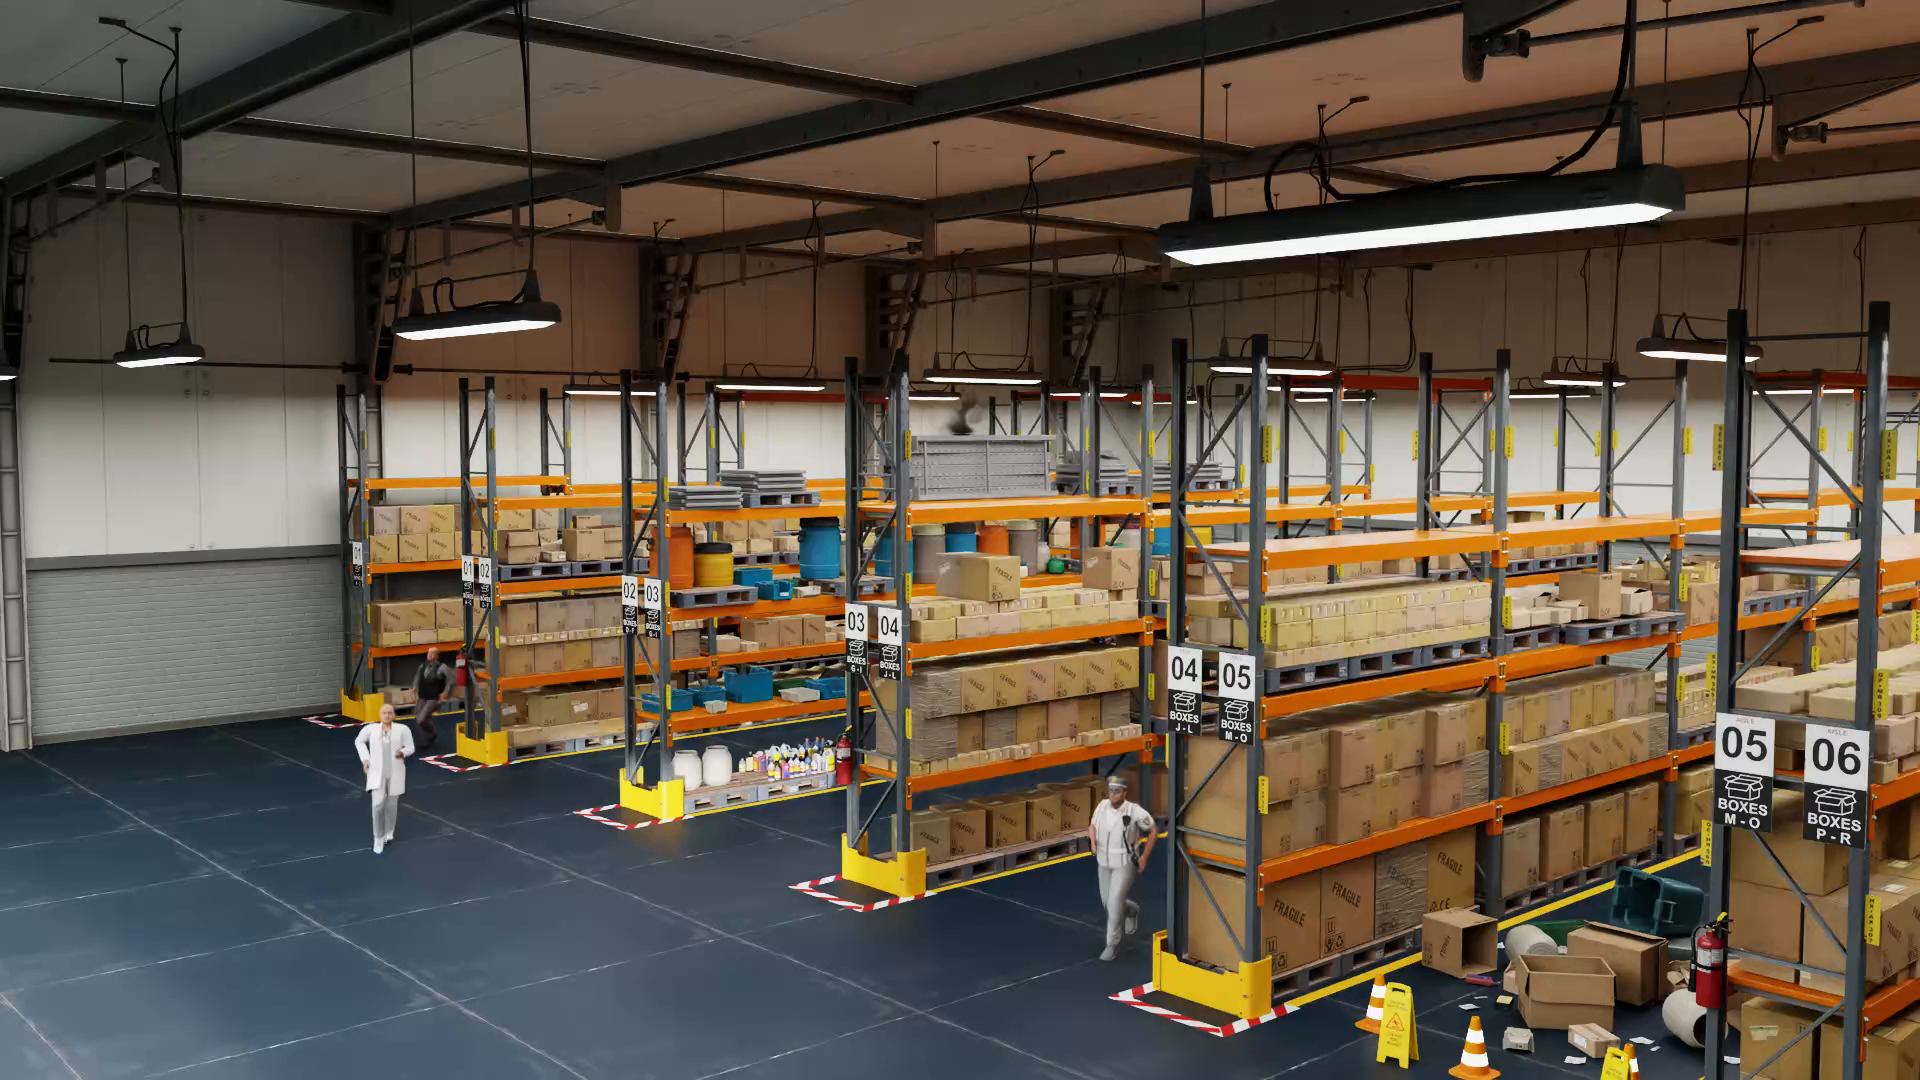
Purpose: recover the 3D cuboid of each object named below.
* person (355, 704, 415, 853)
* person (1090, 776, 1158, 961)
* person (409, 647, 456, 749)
[{"bbox_3d":[-7.096,2.939,20.575,0.680,1.832,0.824,-2,4,-23],"label":"person"},{"bbox_3d":[1.590,3.213,16.569,0.701,1.786,0.853,3,5,36],"label":"person"},{"bbox_3d":[-8.567,2.565,26.875,0.716,1.667,0.584,2,4,26],"label":"person"}]
